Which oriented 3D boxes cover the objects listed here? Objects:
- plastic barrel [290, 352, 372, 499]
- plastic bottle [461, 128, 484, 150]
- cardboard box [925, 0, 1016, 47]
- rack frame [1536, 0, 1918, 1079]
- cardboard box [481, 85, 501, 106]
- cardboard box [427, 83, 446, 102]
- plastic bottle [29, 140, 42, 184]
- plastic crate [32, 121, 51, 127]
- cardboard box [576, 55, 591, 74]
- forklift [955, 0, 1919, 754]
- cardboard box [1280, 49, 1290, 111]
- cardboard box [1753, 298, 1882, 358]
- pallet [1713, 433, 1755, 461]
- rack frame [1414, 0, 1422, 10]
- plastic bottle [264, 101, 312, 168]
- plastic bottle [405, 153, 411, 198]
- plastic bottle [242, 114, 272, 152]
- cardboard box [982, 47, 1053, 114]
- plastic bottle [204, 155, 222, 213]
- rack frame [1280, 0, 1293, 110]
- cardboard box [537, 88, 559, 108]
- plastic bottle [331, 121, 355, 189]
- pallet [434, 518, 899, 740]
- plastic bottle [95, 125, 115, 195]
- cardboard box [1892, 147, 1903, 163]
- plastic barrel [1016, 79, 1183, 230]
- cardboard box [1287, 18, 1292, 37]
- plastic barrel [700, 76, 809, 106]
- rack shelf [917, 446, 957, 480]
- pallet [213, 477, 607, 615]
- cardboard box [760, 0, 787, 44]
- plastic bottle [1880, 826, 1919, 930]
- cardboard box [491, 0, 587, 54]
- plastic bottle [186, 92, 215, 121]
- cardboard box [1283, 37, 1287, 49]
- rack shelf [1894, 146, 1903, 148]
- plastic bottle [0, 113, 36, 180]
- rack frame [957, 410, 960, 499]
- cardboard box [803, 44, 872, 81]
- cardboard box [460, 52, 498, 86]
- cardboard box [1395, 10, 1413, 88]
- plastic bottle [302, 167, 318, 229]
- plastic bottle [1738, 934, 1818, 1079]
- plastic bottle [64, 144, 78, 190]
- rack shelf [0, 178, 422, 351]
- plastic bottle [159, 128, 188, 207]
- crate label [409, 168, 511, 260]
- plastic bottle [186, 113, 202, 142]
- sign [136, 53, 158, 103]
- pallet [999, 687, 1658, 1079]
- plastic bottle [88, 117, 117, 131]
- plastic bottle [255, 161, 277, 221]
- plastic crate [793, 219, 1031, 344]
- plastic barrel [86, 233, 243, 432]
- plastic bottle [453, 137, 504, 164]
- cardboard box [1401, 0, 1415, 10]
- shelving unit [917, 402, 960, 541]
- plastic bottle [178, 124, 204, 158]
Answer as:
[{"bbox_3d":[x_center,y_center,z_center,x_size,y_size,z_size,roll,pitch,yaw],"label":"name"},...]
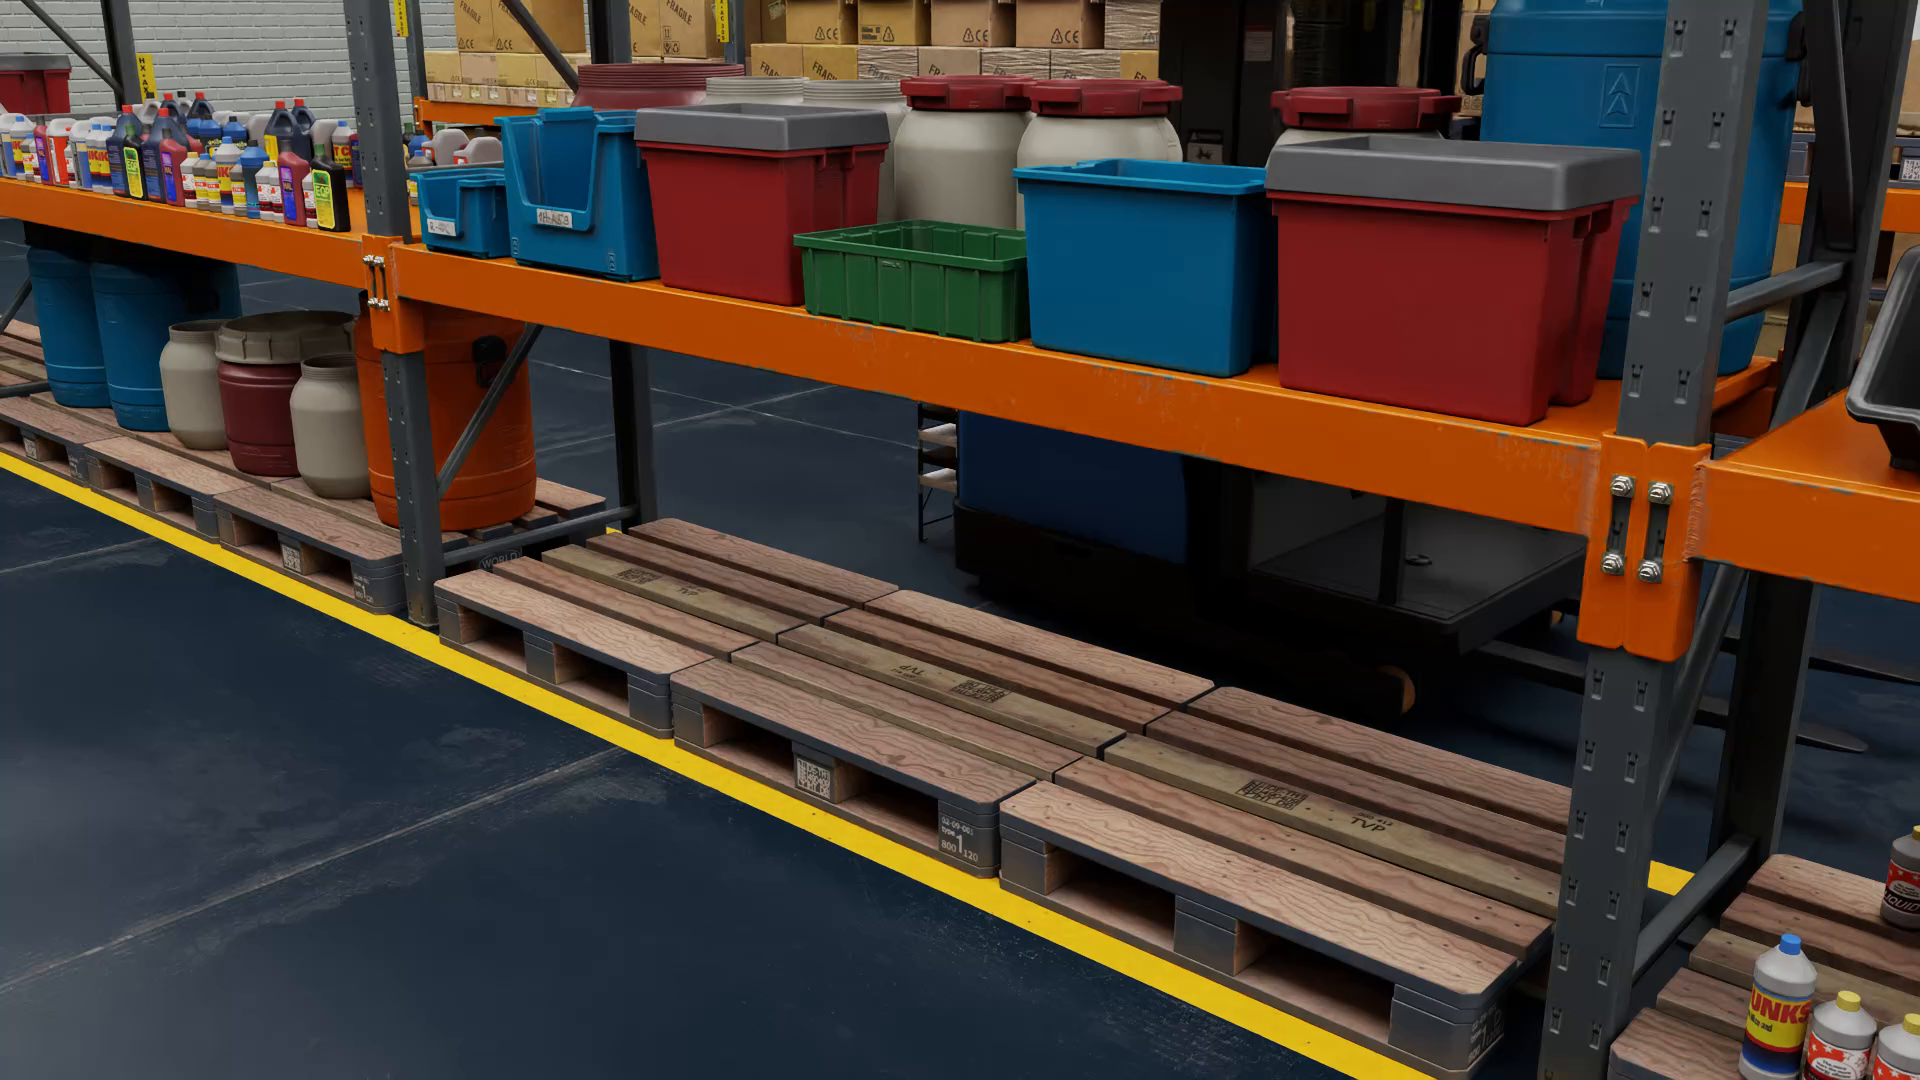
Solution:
[{"bbox_3d":[-2.377,-0.449,6.485,0.421,0.512,0.421,0,18,0],"label":"plastic barrel"},{"bbox_3d":[-1.843,-1.428,6.344,0.133,0.283,0.061,15,23,39],"label":"plastic bottle"},{"bbox_3d":[0.242,-3.308,10.254,0.637,0.503,0.797,16,24,41],"label":"cardboard box"},{"bbox_3d":[1.474,-0.444,3.051,0.127,3.000,1.000,15,23,39],"label":"rack frame"},{"bbox_3d":[-3.587,-3.553,13.265,0.250,0.149,0.380,15,23,38],"label":"cardboard box"},{"bbox_3d":[-4.167,-3.708,13.752,0.250,0.149,0.380,15,23,40],"label":"cardboard box"},{"bbox_3d":[-3.929,-1.634,7.130,0.097,0.201,0.097,0,18,0],"label":"plastic bottle"},{"bbox_3d":[-4.763,-2.079,8.540,0.243,0.136,0.396,15,23,39],"label":"plastic crate"},{"bbox_3d":[-2.497,-3.476,12.362,0.500,0.250,0.500,16,23,40],"label":"cardboard box"},{"bbox_3d":[1.400,-1.037,5.034,3.031,2.935,1.130,16,24,41],"label":"forklift"},{"bbox_3d":[1.587,-2.574,9.599,0.500,0.500,0.500,16,24,41],"label":"cardboard box"},{"bbox_3d":[3.972,-0.811,7.613,0.500,0.500,0.700,15,23,39],"label":"cardboard box"},{"bbox_3d":[4.178,-0.391,7.495,1.213,0.211,1.003,15,23,39],"label":"pallet"},{"bbox_3d":[5.356,-5.413,18.708,0.127,3.000,1.000,15,23,39],"label":"rack frame"},{"bbox_3d":[-2.781,-1.633,6.881,0.185,0.351,0.144,15,23,39],"label":"plastic bottle"},{"bbox_3d":[-2.141,-1.461,6.586,0.097,0.201,0.097,0,18,0],"label":"plastic bottle"},{"bbox_3d":[-3.076,-1.737,7.330,0.135,0.276,0.152,15,23,39],"label":"plastic bottle"},{"bbox_3d":[0.476,-2.663,9.879,0.500,0.500,0.500,14,22,38],"label":"cardboard box"},{"bbox_3d":[-2.715,-1.308,6.104,0.097,0.201,0.097,0,18,0],"label":"plastic bottle"},{"bbox_3d":[1.770,-2.367,9.113,0.127,3.000,1.000,15,23,39],"label":"rack frame"},{"bbox_3d":[-3.016,-3.400,12.780,0.250,0.149,0.380,14,23,38],"label":"cardboard box"},{"bbox_3d":[-2.559,-1.607,6.929,0.097,0.271,0.097,0,18,0],"label":"plastic bottle"},{"bbox_3d":[-0.964,0.247,5.486,1.213,0.211,1.003,15,23,39],"label":"pallet"},{"bbox_3d":[-3.409,-1.528,6.680,0.097,0.271,0.097,0,18,0],"label":"plastic bottle"},{"bbox_3d":[11.181,-4.778,20.147,0.500,0.500,0.500,16,24,41],"label":"cardboard box"},{"bbox_3d":[0.355,-0.898,4.256,0.433,0.535,0.433,0,18,0],"label":"plastic barrel"},{"bbox_3d":[2.915,-4.245,13.765,0.250,0.149,0.380,15,23,39],"label":"cardboard box"},{"bbox_3d":[-0.607,-1.142,5.066,0.421,0.512,0.421,0,18,0],"label":"plastic barrel"},{"bbox_3d":[-0.006,-0.313,6.518,0.200,0.077,0.258,15,23,39],"label":"rack shelf"},{"bbox_3d":[-2.135,-0.067,6.473,1.213,0.211,1.003,15,23,39],"label":"pallet"},{"bbox_3d":[-1.411,-3.752,11.993,0.500,0.500,0.500,15,23,39],"label":"cardboard box"},{"bbox_3d":[1.952,0.683,3.400,0.097,0.201,0.097,0,18,0],"label":"plastic bottle"},{"bbox_3d":[-3.269,-4.041,12.902,0.500,0.500,0.500,14,23,38],"label":"cardboard box"},{"bbox_3d":[-3.467,-1.879,7.655,0.185,0.351,0.144,15,23,39],"label":"plastic bottle"},{"bbox_3d":[2.718,-4.156,13.978,0.250,0.149,0.380,14,22,37],"label":"cardboard box"},{"bbox_3d":[6.633,-2.725,11.428,4.000,0.370,1.077,15,23,39],"label":"rack shelf"},{"bbox_3d":[-4.143,-1.738,7.335,0.135,0.276,0.152,15,23,39],"label":"plastic bottle"},{"bbox_3d":[0.070,-0.410,6.416,0.006,0.900,0.240,15,23,39],"label":"rack frame"},{"bbox_3d":[-0.667,-2.969,10.842,0.500,0.500,0.500,15,23,39],"label":"cardboard box"},{"bbox_3d":[-3.641,-3.784,13.331,0.500,0.250,0.500,15,23,39],"label":"cardboard box"},{"bbox_3d":[2.200,-2.516,8.721,0.500,0.500,0.500,12,21,33],"label":"cardboard box"},{"bbox_3d":[-2.178,-1.164,5.650,0.097,0.201,0.097,0,18,0],"label":"plastic bottle"},{"bbox_3d":[1.421,0.810,2.883,0.097,0.271,0.097,0,18,0],"label":"plastic bottle"},{"bbox_3d":[-3.655,-1.561,6.899,0.097,0.201,0.097,0,18,0],"label":"plastic bottle"},{"bbox_3d":[-3.014,-1.306,6.956,4.000,0.370,1.077,15,23,39],"label":"rack shelf"},{"bbox_3d":[-2.959,-1.405,6.274,0.133,0.283,0.061,15,23,39],"label":"plastic bottle"},{"bbox_3d":[-1.452,-0.998,5.073,0.416,0.233,0.303,15,23,39],"label":"crate label"},{"bbox_3d":[-3.419,-1.776,7.462,0.097,0.271,0.097,0,18,0],"label":"plastic bottle"},{"bbox_3d":[-4.143,-2.306,8.461,0.005,0.325,0.100,15,23,39],"label":"sign"},{"bbox_3d":[0.861,0.737,3.942,1.213,0.211,1.003,15,23,39],"label":"pallet"},{"bbox_3d":[-3.623,-1.660,7.089,0.135,0.276,0.152,15,23,39],"label":"plastic bottle"},{"bbox_3d":[-2.423,-1.230,5.857,0.097,0.201,0.097,0,18,0],"label":"plastic bottle"},{"bbox_3d":[-0.016,-0.629,3.984,0.662,0.188,0.450,15,23,39],"label":"plastic crate"},{"bbox_3d":[-3.585,-0.995,7.562,0.708,0.901,0.600,15,23,39],"label":"plastic barrel"},{"bbox_3d":[-1.728,-1.313,5.996,0.135,0.276,0.152,15,23,39],"label":"plastic bottle"},{"bbox_3d":[4.820,-5.969,18.643,0.500,0.500,0.500,15,23,39],"label":"cardboard box"},{"bbox_3d":[-0.006,-0.431,6.481,0.210,0.900,0.258,15,23,39],"label":"shelving unit"},{"bbox_3d":[-3.001,-1.475,6.494,0.133,0.283,0.061,15,23,39],"label":"plastic bottle"}]
